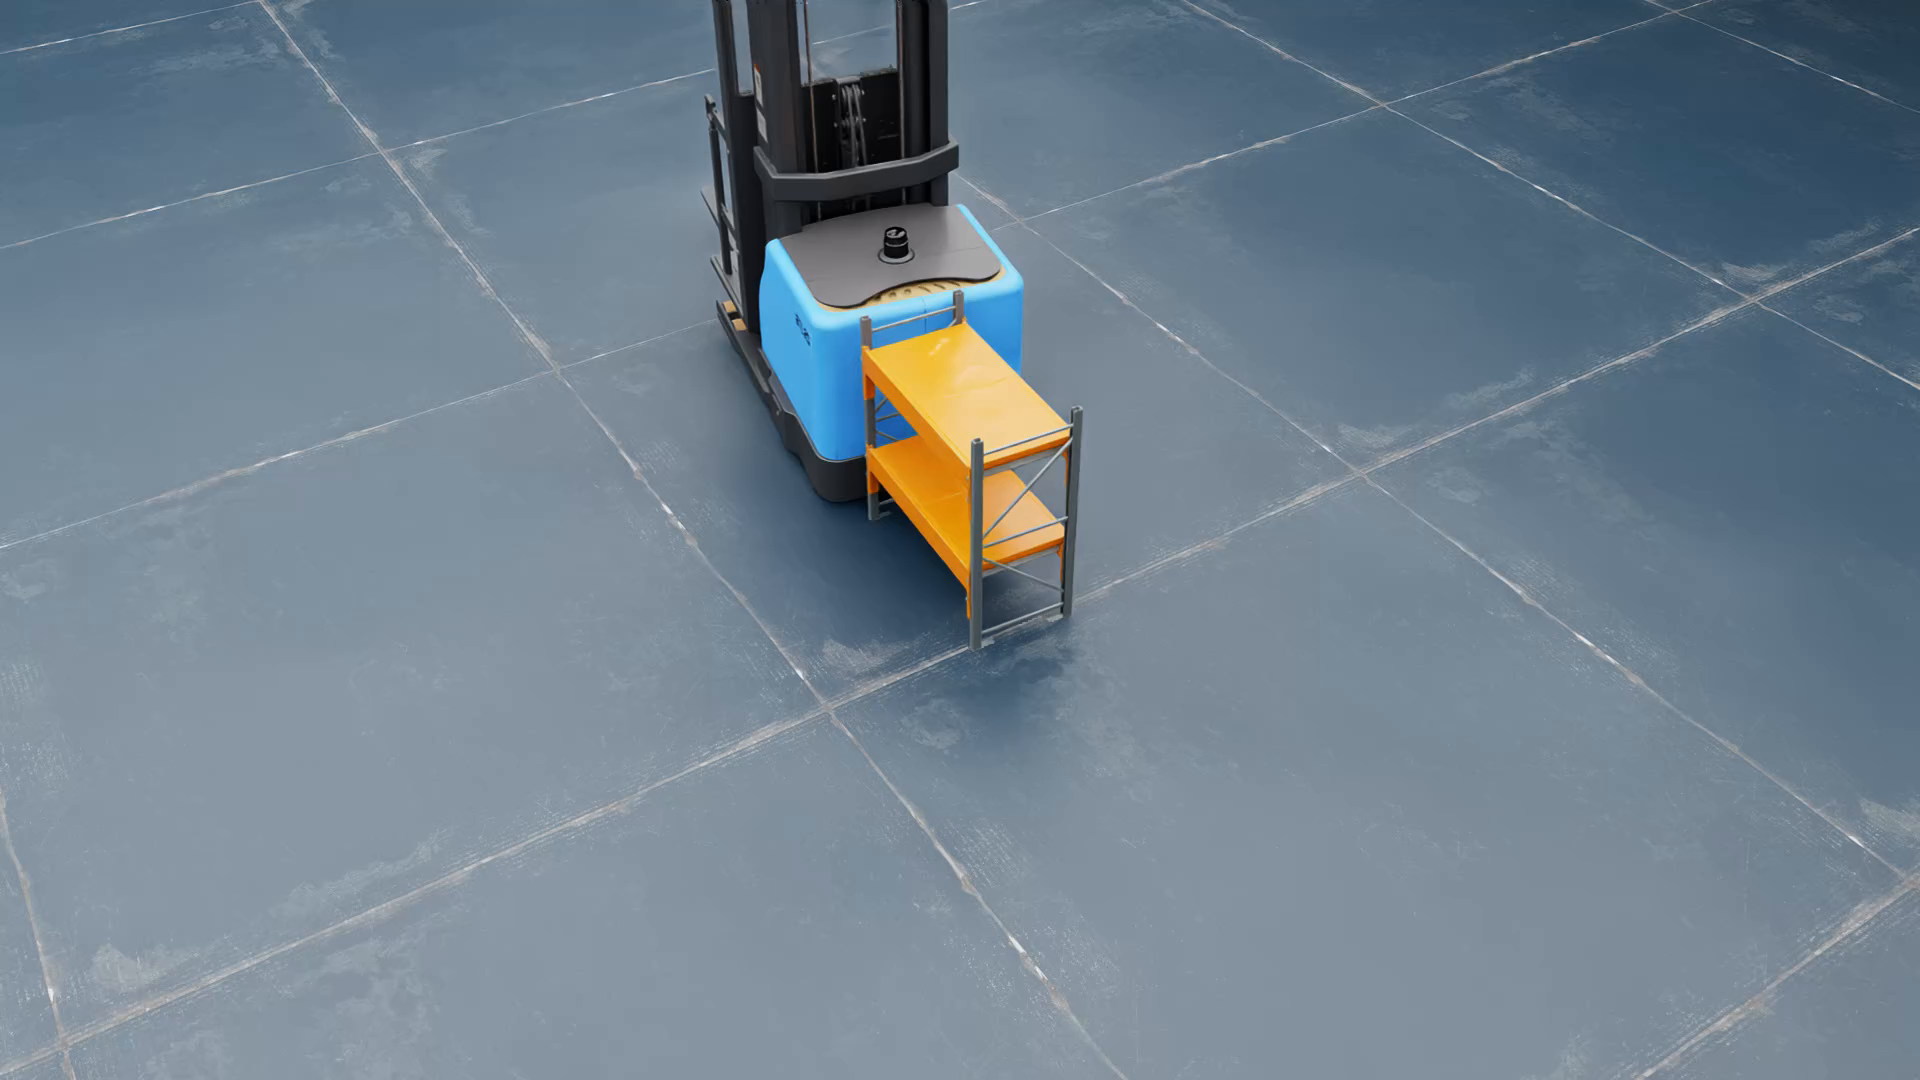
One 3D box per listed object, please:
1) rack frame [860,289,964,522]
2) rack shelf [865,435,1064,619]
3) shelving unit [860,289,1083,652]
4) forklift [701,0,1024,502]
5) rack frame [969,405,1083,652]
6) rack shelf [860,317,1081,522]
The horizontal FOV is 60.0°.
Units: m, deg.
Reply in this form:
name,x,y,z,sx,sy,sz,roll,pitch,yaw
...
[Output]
name,x,y,z,sx,sy,sz,roll,pitch,yaw
rack frame,-0.208,-0.602,7.654,0.500,1.125,0.032,-19,43,-21
rack shelf,0.030,-0.127,7.466,0.538,0.278,1.000,-19,43,-21
shelving unit,0.030,-0.315,7.309,0.538,1.125,1.048,-19,43,-21
forklift,-0.697,-2.256,8.228,1.130,2.935,3.031,-14,42,-16
rack frame,0.269,-0.027,6.965,0.500,1.125,0.032,-19,43,-21
rack shelf,0.030,-0.539,7.122,0.538,0.278,1.000,-19,43,-21
